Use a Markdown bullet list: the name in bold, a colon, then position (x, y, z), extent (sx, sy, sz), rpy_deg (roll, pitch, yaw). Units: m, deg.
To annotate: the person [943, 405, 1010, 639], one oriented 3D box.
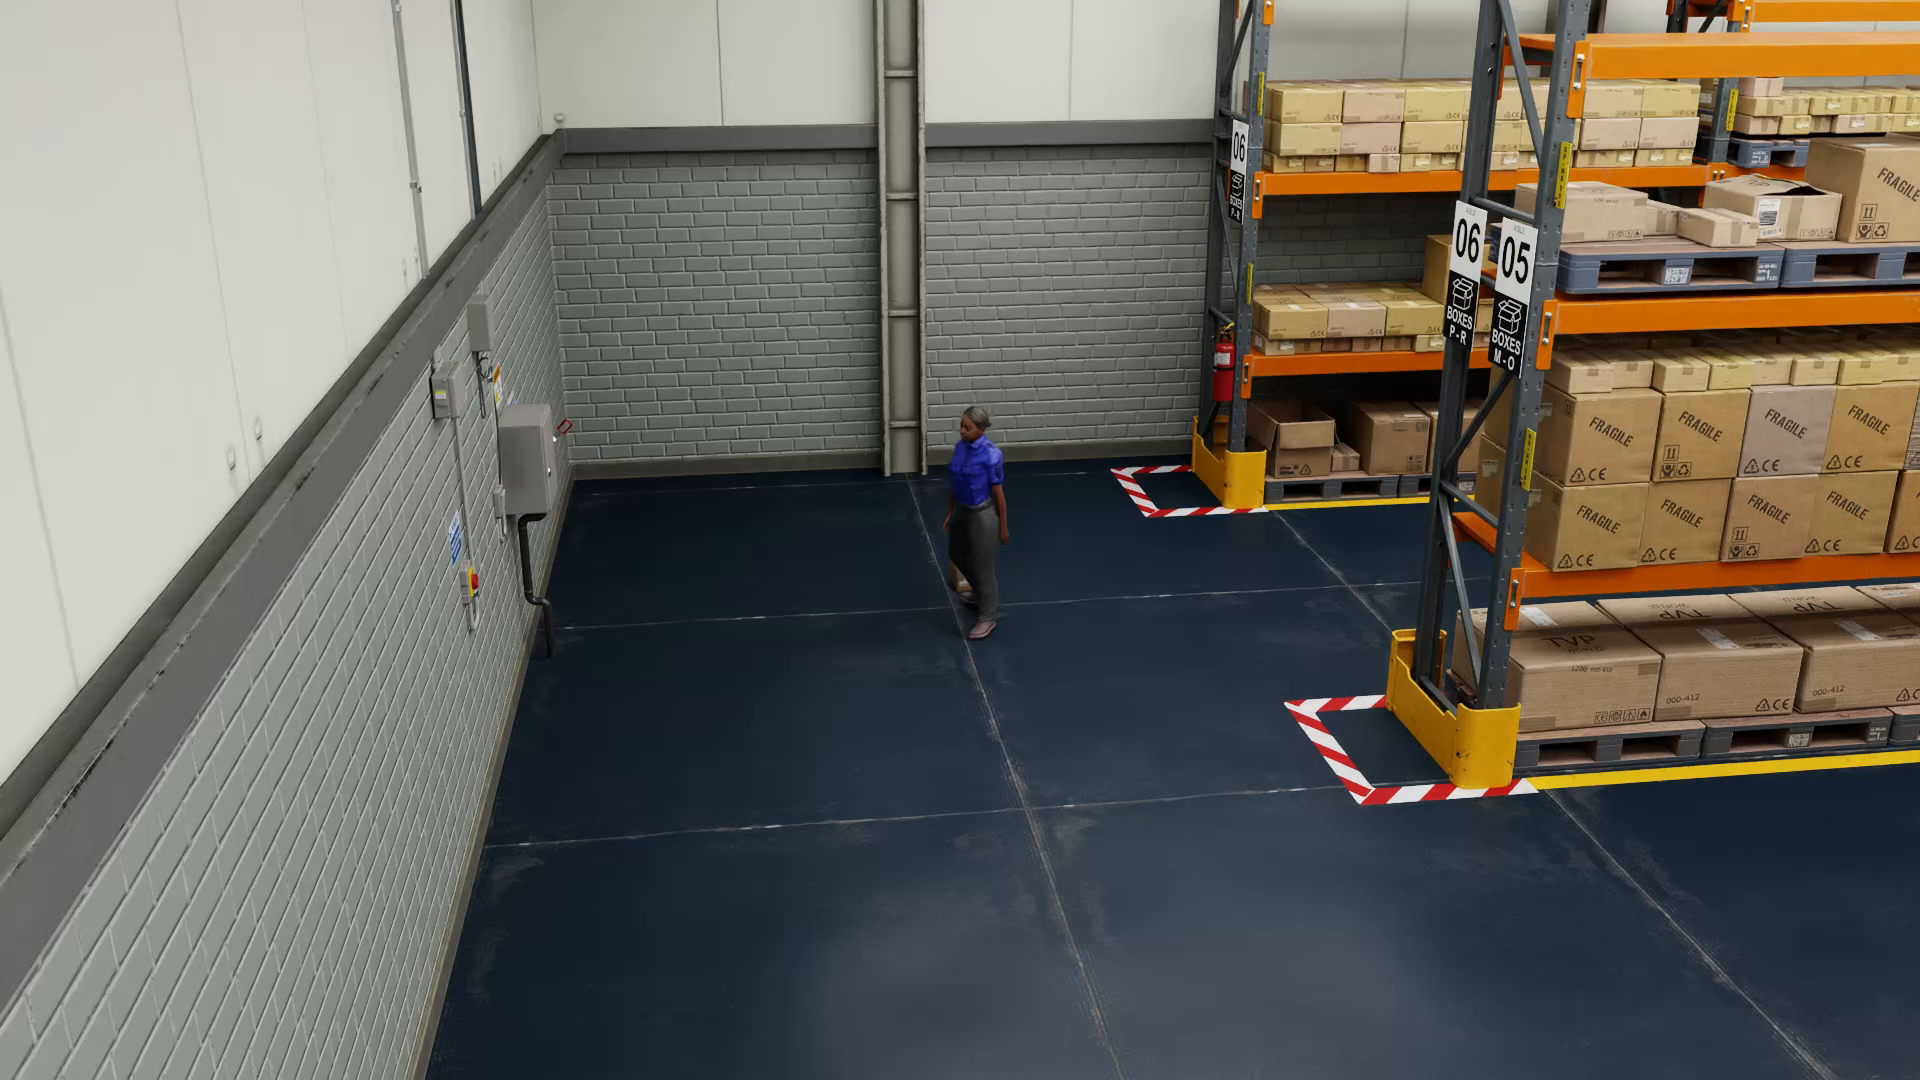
- **person**: position (0.106, -0.186, 11.580), extent (0.496, 1.649, 0.655), rpy_deg (-14, 24, -32)
